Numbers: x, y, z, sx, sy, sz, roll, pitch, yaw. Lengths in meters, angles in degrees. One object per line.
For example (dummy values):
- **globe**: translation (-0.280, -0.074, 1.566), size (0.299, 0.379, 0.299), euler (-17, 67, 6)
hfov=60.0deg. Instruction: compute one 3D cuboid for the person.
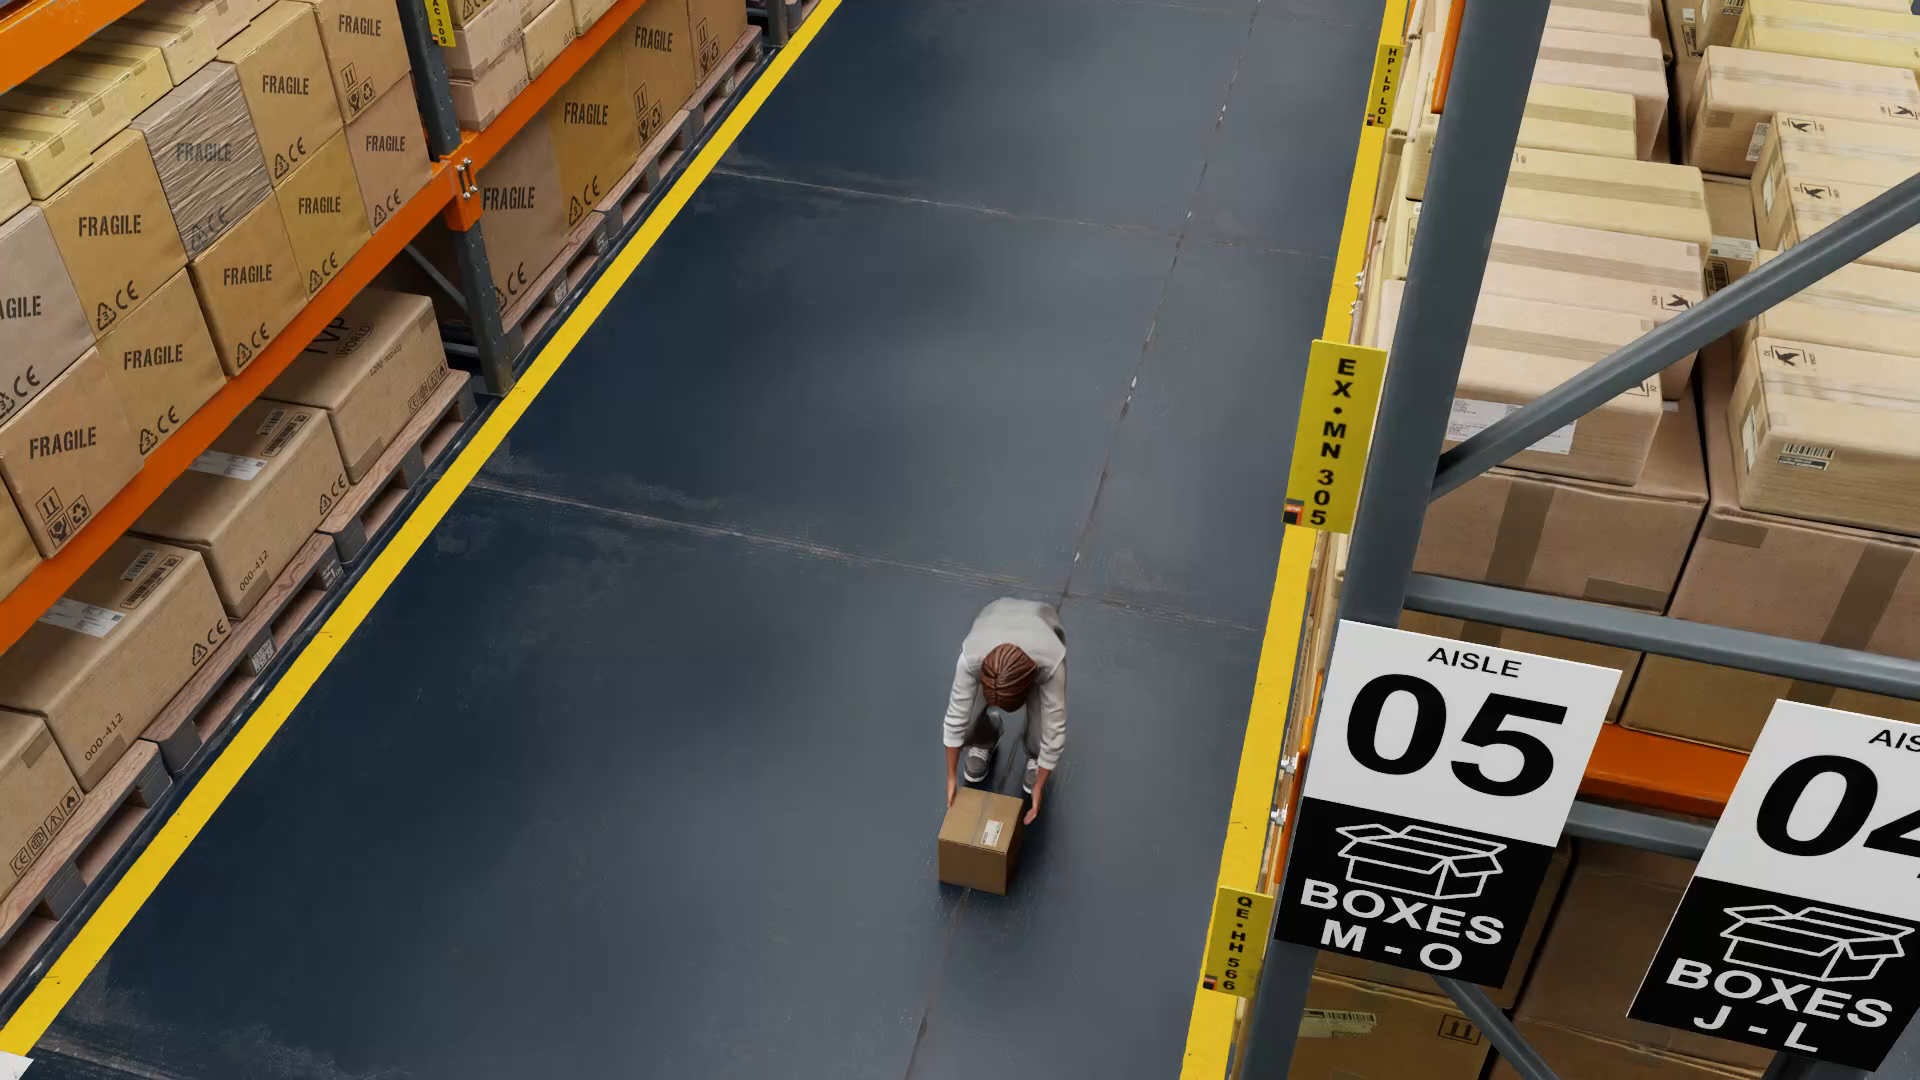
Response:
- **person**: translation (0.194, 0.566, 6.008), size (0.453, 0.963, 0.780), euler (9, 42, 10)
